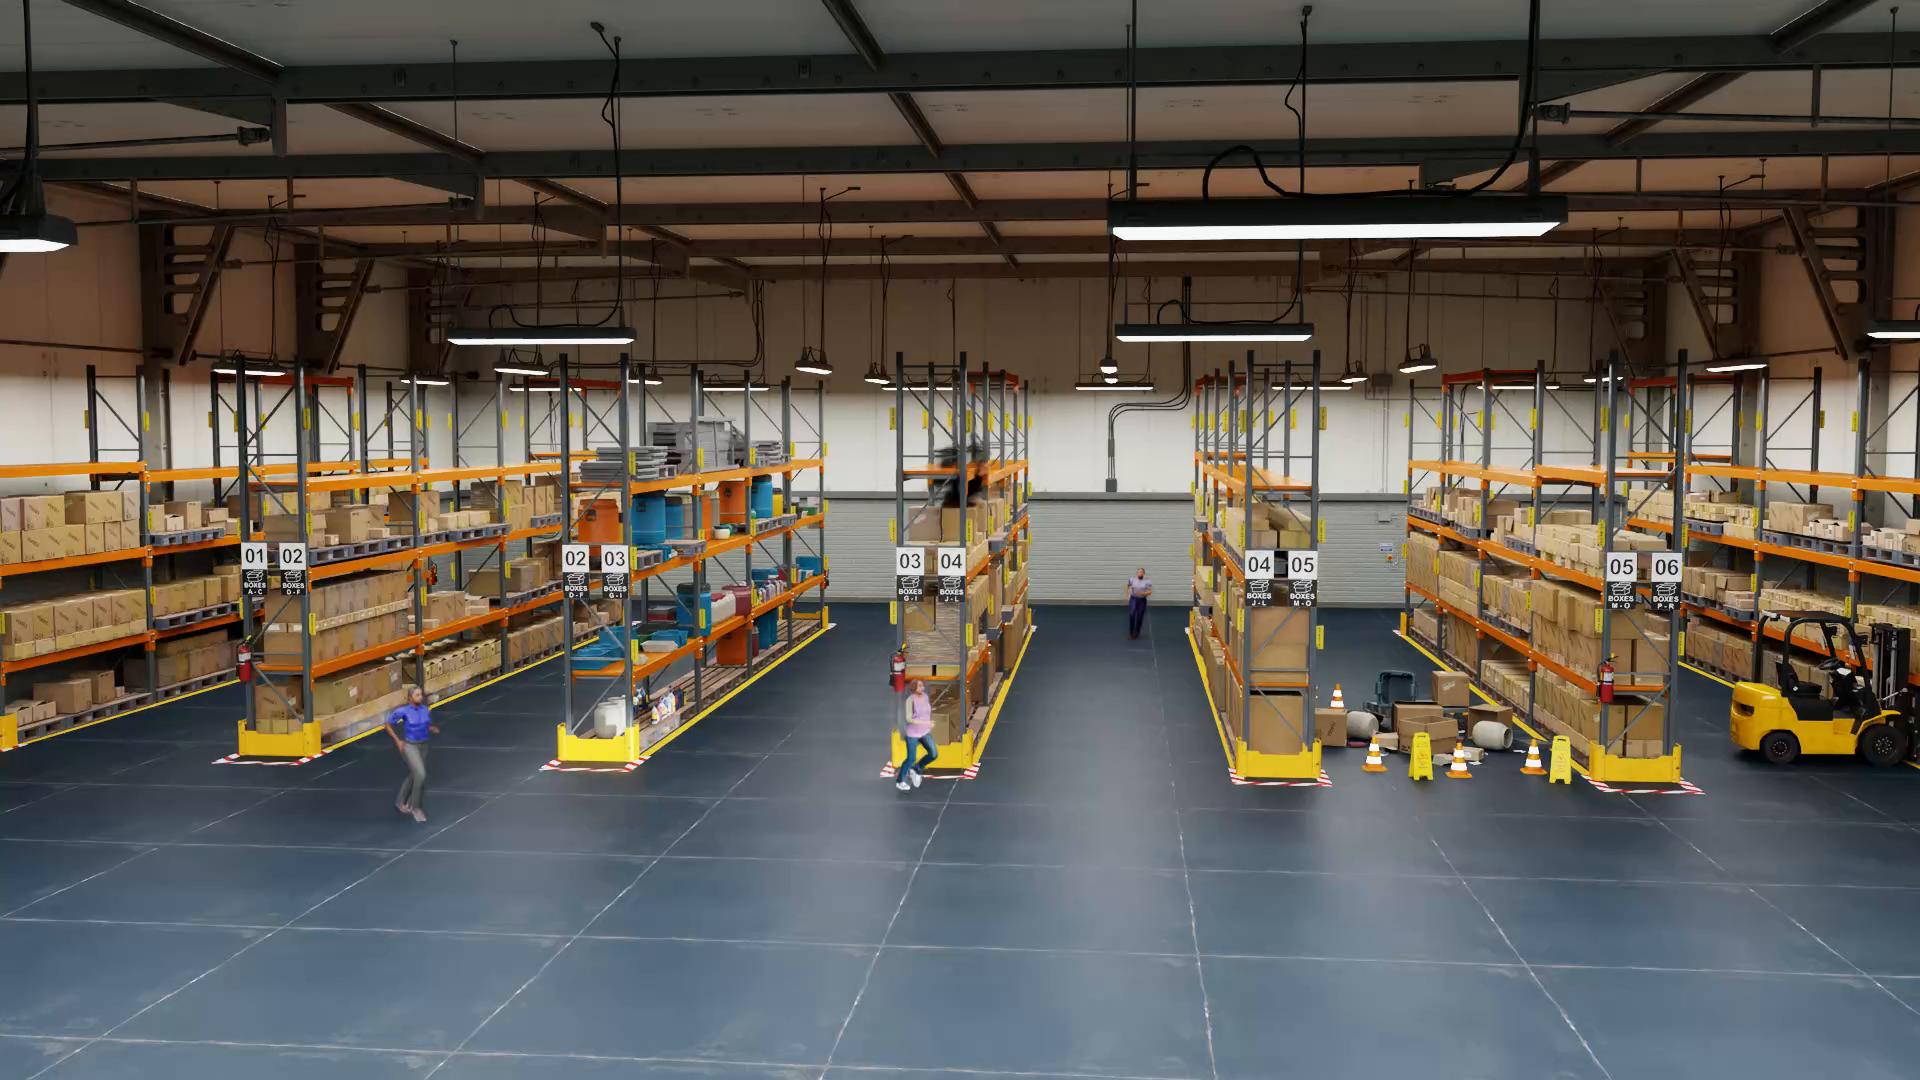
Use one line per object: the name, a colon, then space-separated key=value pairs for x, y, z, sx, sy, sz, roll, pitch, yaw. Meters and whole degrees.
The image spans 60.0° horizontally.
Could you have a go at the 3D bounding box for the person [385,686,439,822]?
person: x=-6.879 y=2.697 z=20.987 sx=0.741 sy=1.716 sz=0.555 roll=2 pitch=5 yaw=28

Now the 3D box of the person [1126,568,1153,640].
person: x=4.132 y=1.475 z=38.358 sx=0.608 sy=1.683 sz=0.675 roll=0 pitch=4 yaw=3

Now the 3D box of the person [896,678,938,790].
person: x=-0.543 y=2.618 z=22.395 sx=0.563 sy=1.552 sz=0.745 roll=-4 pitch=5 yaw=-41
